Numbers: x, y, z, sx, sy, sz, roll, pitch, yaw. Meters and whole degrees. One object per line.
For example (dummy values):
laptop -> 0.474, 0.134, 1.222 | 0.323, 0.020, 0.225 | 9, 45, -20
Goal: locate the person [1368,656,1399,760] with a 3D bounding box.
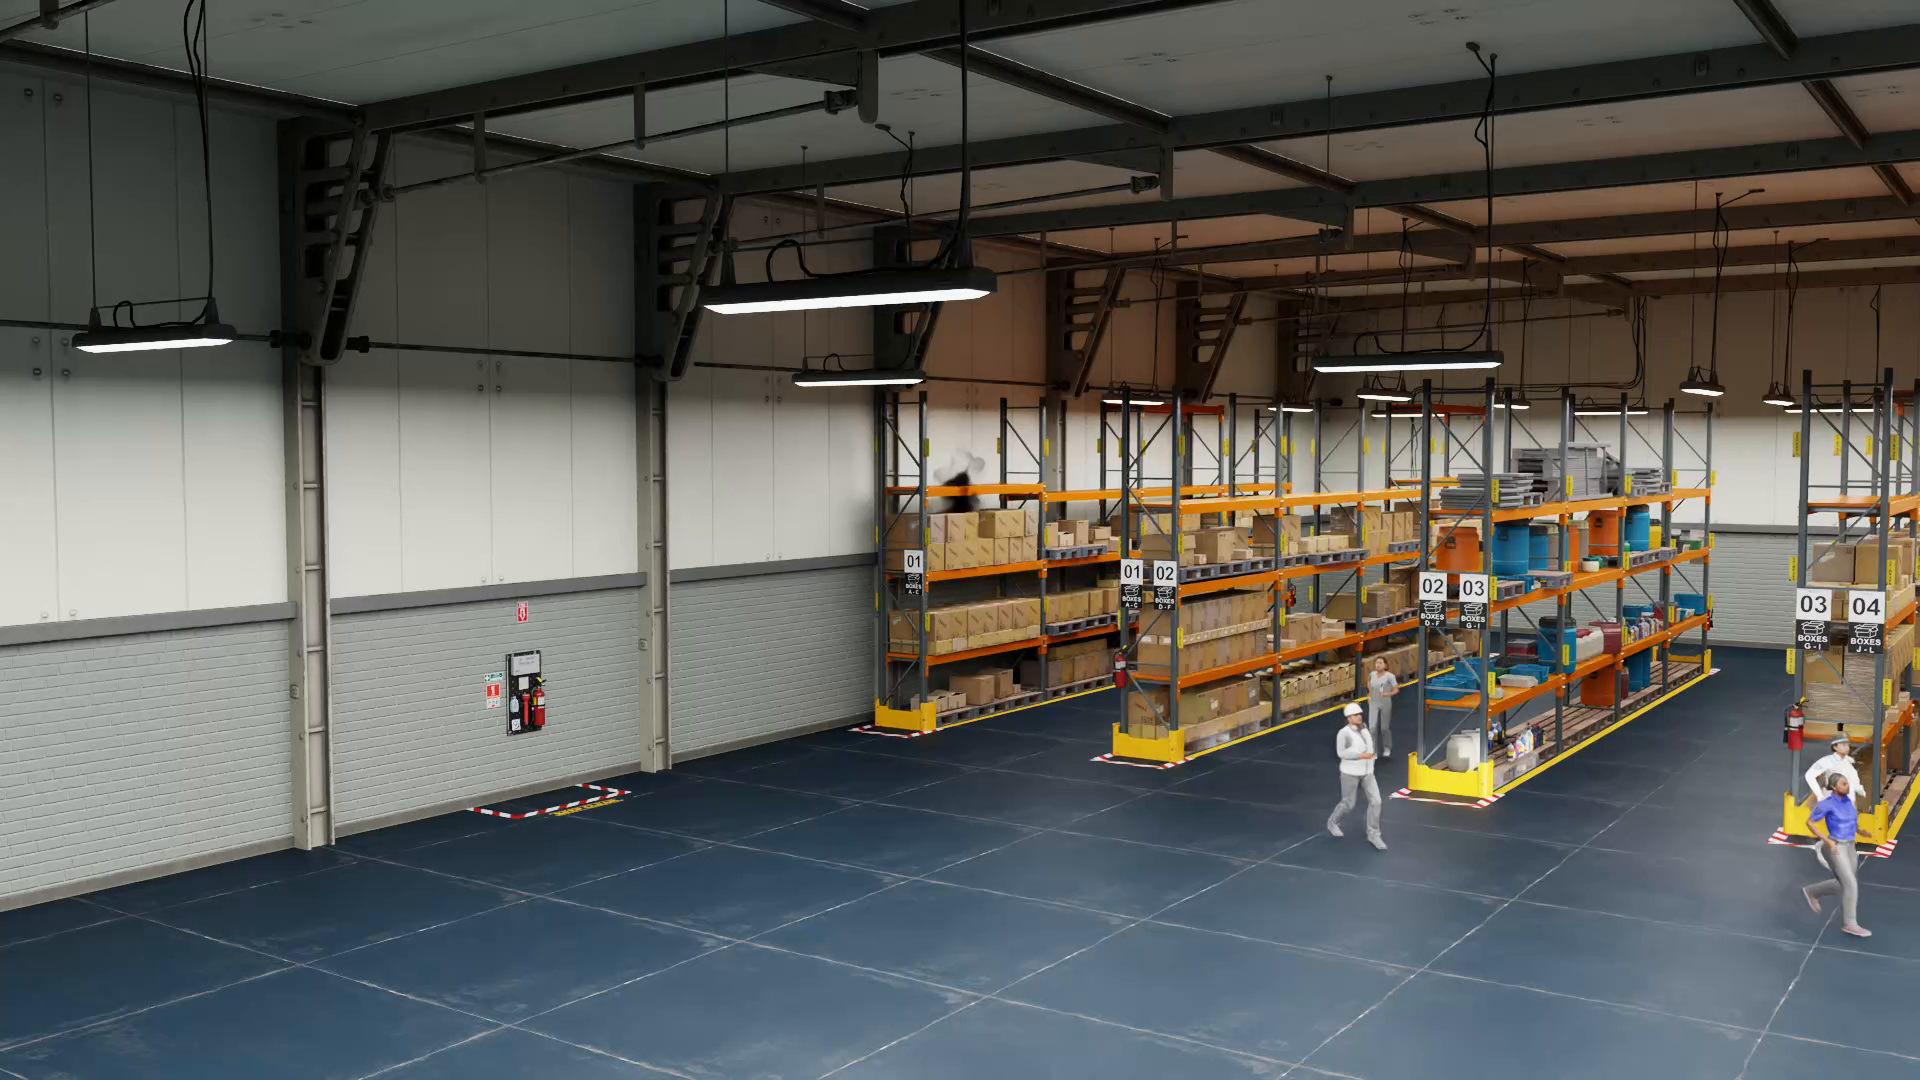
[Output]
person -> 6.738, 2.691, 26.545 | 0.559, 1.703, 0.839 | 2, 4, 30

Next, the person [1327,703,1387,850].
person -> 5.021, 2.958, 20.999 | 0.659, 1.799, 0.882 | -2, 4, -28

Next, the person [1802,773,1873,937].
person -> 9.098, 3.227, 17.277 | 0.588, 1.621, 0.815 | -2, 4, -29

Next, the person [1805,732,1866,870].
person -> 10.363, 3.087, 19.534 | 0.607, 1.659, 0.563 | -1, 3, -18
